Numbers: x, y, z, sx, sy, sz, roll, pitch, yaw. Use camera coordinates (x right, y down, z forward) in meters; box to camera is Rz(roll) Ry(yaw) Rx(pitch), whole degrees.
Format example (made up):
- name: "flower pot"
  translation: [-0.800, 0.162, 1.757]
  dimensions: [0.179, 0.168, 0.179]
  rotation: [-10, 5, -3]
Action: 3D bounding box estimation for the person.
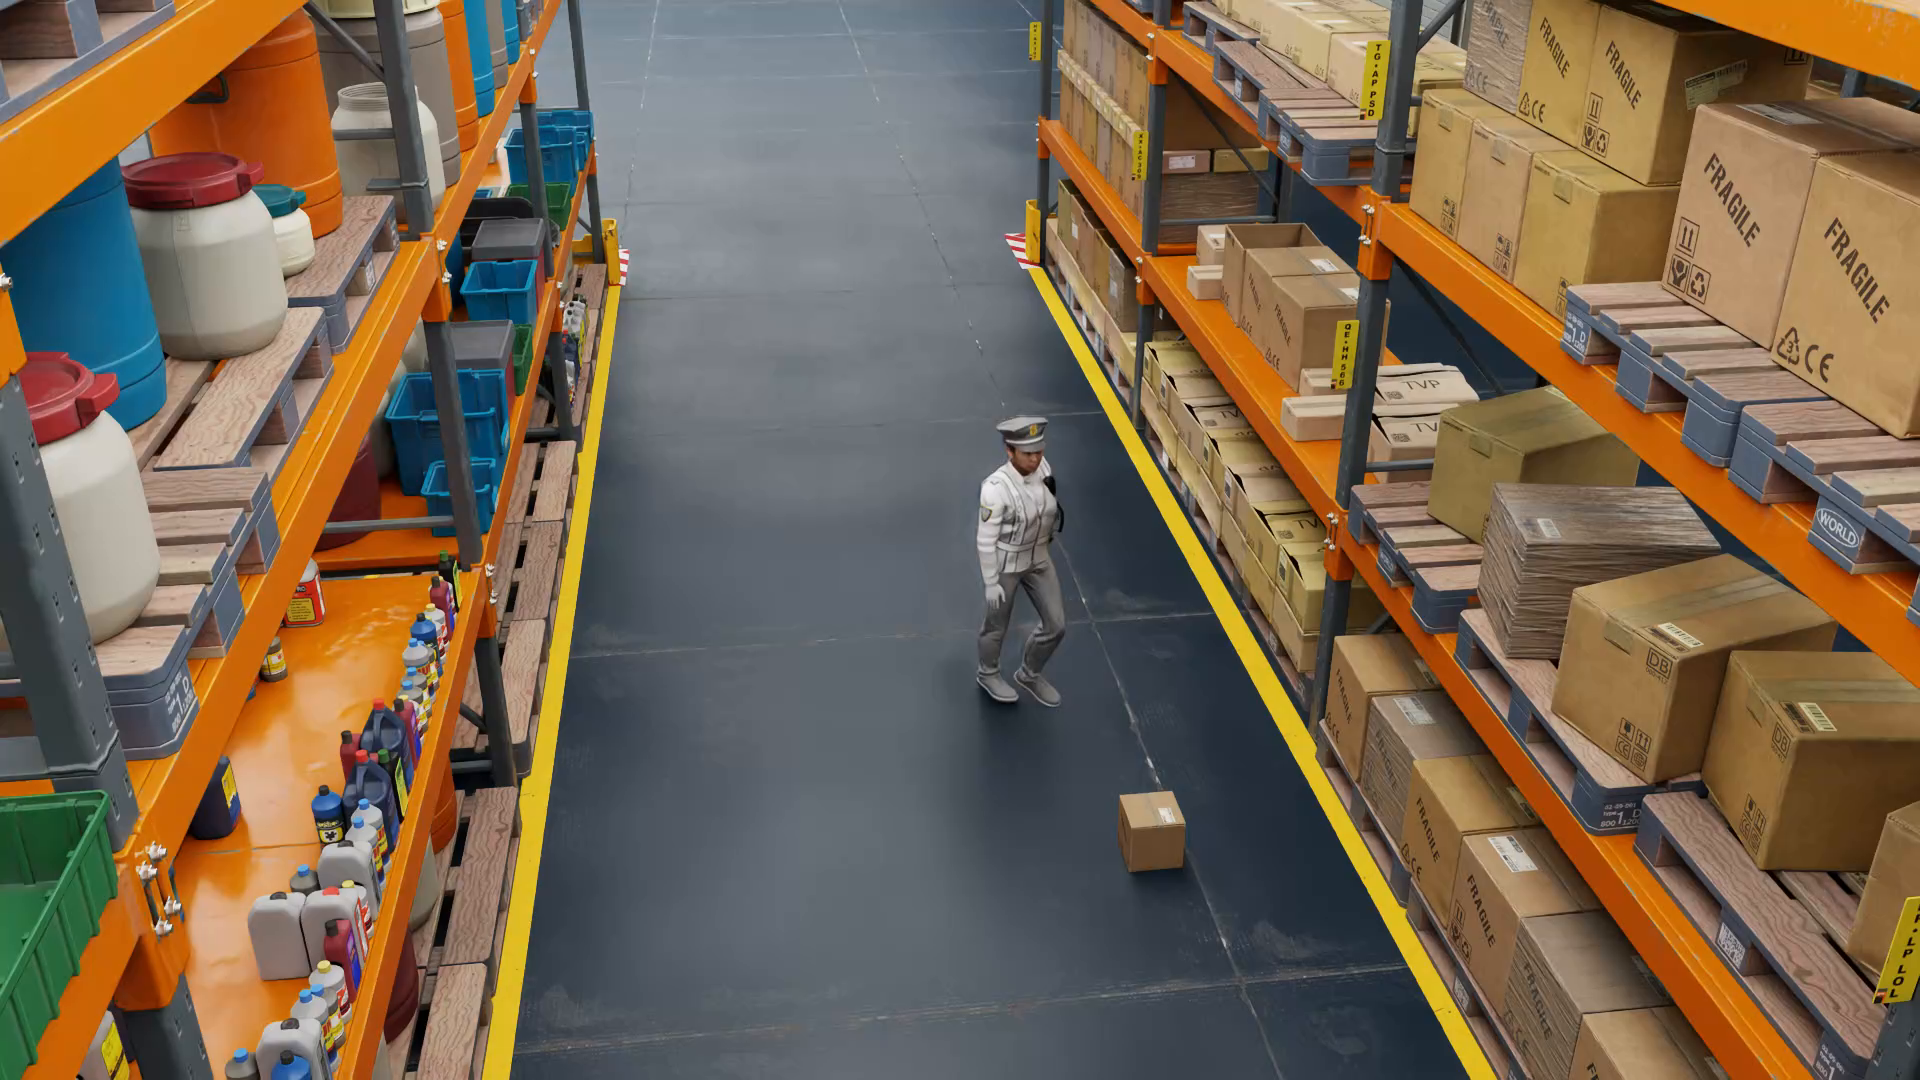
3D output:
- name: "person"
  translation: [0.262, 0.122, 8.351]
  dimensions: [0.512, 1.682, 0.507]
  rotation: [-20, 33, -33]
